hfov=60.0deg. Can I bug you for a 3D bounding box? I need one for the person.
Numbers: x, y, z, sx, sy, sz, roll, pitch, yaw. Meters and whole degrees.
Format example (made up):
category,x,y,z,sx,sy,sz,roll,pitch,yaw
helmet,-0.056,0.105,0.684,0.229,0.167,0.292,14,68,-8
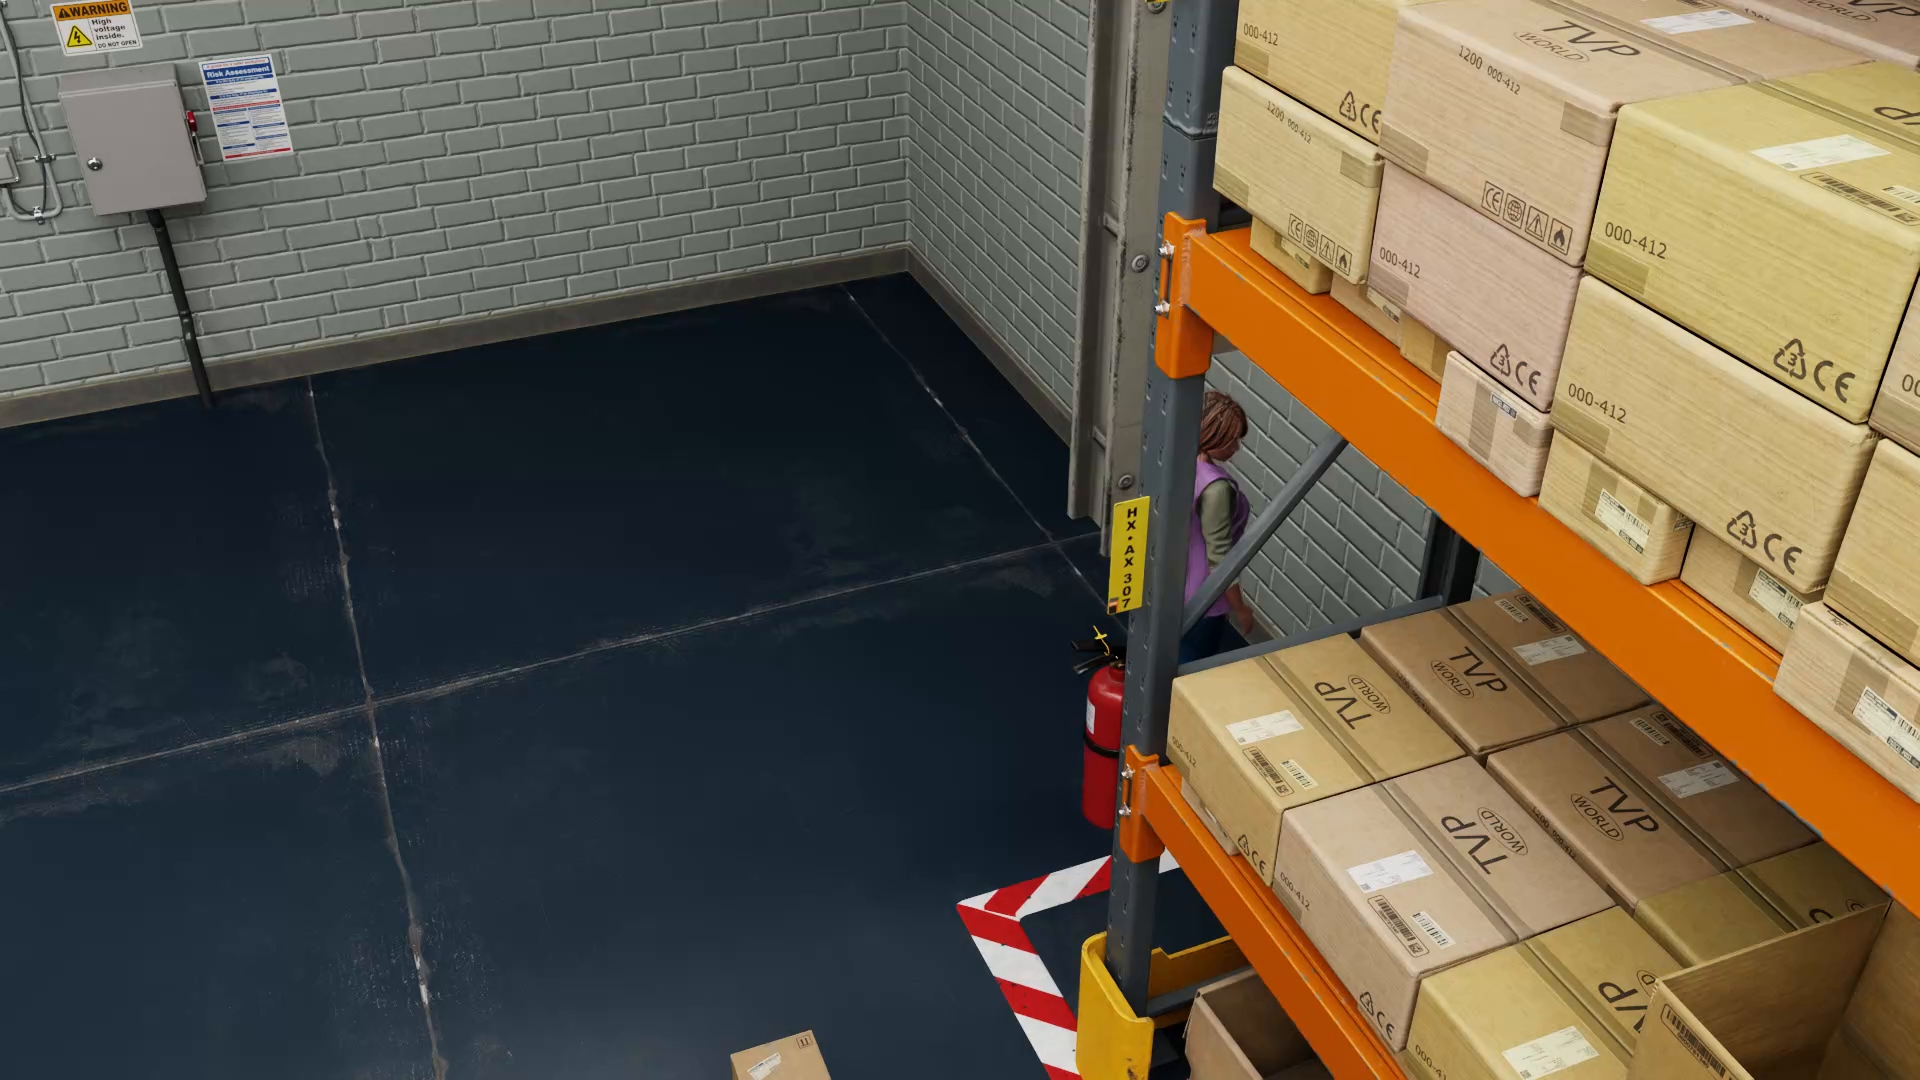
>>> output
category,x,y,z,sx,sy,sz,roll,pitch,yaw
person,0.834,0.173,5.880,0.799,1.553,0.452,-14,36,-19
